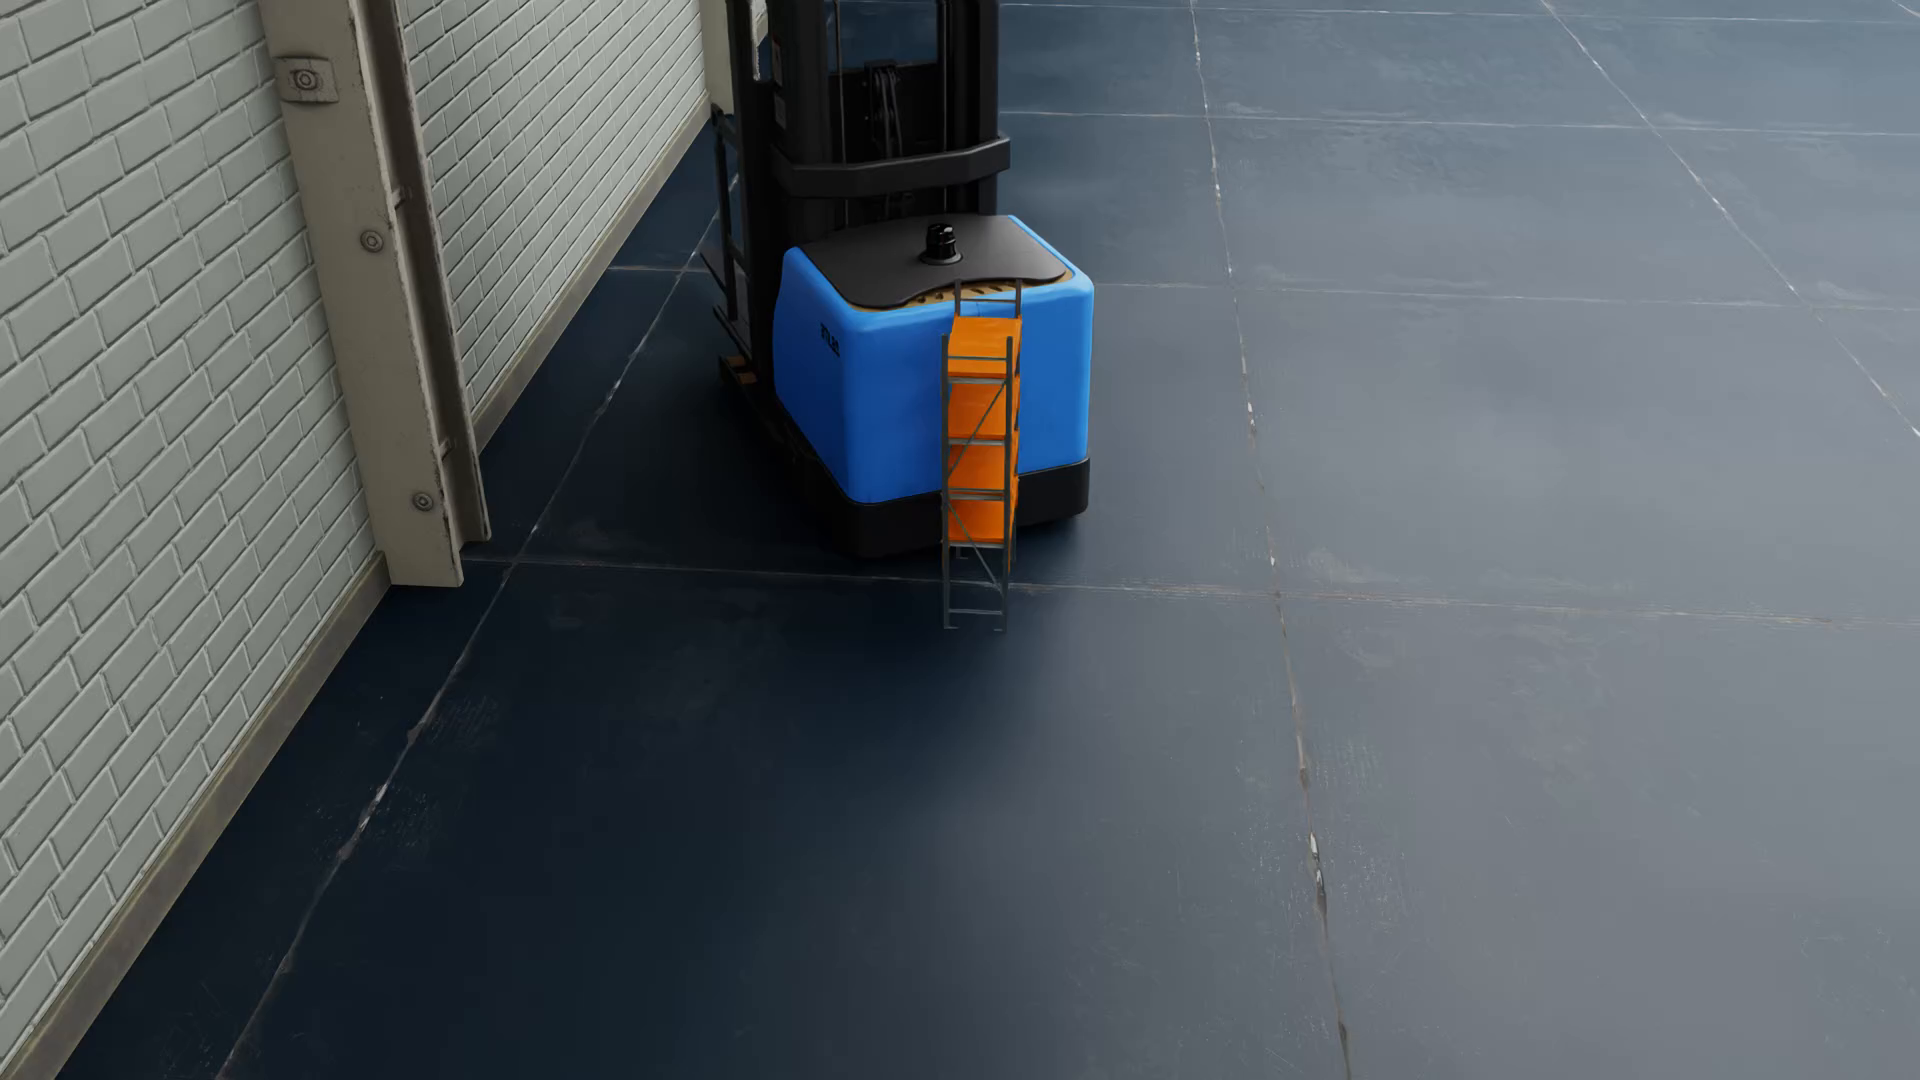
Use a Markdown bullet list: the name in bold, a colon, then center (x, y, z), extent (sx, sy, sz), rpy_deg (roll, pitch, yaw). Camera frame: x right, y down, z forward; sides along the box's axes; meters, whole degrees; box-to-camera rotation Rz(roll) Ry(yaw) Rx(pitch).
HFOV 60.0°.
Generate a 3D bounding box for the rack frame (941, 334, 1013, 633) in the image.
- **rack frame**: center (0.058, -0.174, 5.888), extent (0.240, 1.200, 0.015), rpy_deg (3, 32, 4)

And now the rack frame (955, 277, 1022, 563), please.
- **rack frame**: center (0.102, -0.429, 6.302), extent (0.240, 1.200, 0.015), rpy_deg (3, 32, 4)

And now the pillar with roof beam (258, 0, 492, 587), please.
- **pillar with roof beam**: center (2.211, -3.575, 3.973), extent (9.100, 9.000, 0.400), rpy_deg (2, 32, 4)

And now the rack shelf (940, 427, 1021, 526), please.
- **rack shelf**: center (0.080, -0.244, 6.131), extent (0.258, 0.148, 0.480), rpy_deg (3, 32, 4)

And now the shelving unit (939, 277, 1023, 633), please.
- **shelving unit**: center (0.080, -0.301, 6.095), extent (0.258, 1.200, 0.503), rpy_deg (3, 32, 4)

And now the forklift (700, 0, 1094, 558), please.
- **forklift**: center (-0.496, -1.938, 7.101), extent (1.130, 2.935, 3.031), rpy_deg (-12, 34, -19)

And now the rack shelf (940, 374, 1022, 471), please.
- **rack shelf**: center (0.080, -0.434, 6.013), extent (0.258, 0.148, 0.480), rpy_deg (3, 32, 4)

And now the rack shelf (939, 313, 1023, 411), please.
- **rack shelf**: center (0.080, -0.636, 5.889), extent (0.258, 0.148, 0.480), rpy_deg (3, 32, 4)

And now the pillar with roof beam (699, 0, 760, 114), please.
- **pillar with roof beam**: center (2.699, -6.712, 9.064), extent (9.100, 9.000, 0.400), rpy_deg (2, 32, 4)

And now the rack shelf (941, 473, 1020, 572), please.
- **rack shelf**: center (0.080, -0.075, 6.235), extent (0.258, 0.148, 0.480), rpy_deg (3, 32, 4)
